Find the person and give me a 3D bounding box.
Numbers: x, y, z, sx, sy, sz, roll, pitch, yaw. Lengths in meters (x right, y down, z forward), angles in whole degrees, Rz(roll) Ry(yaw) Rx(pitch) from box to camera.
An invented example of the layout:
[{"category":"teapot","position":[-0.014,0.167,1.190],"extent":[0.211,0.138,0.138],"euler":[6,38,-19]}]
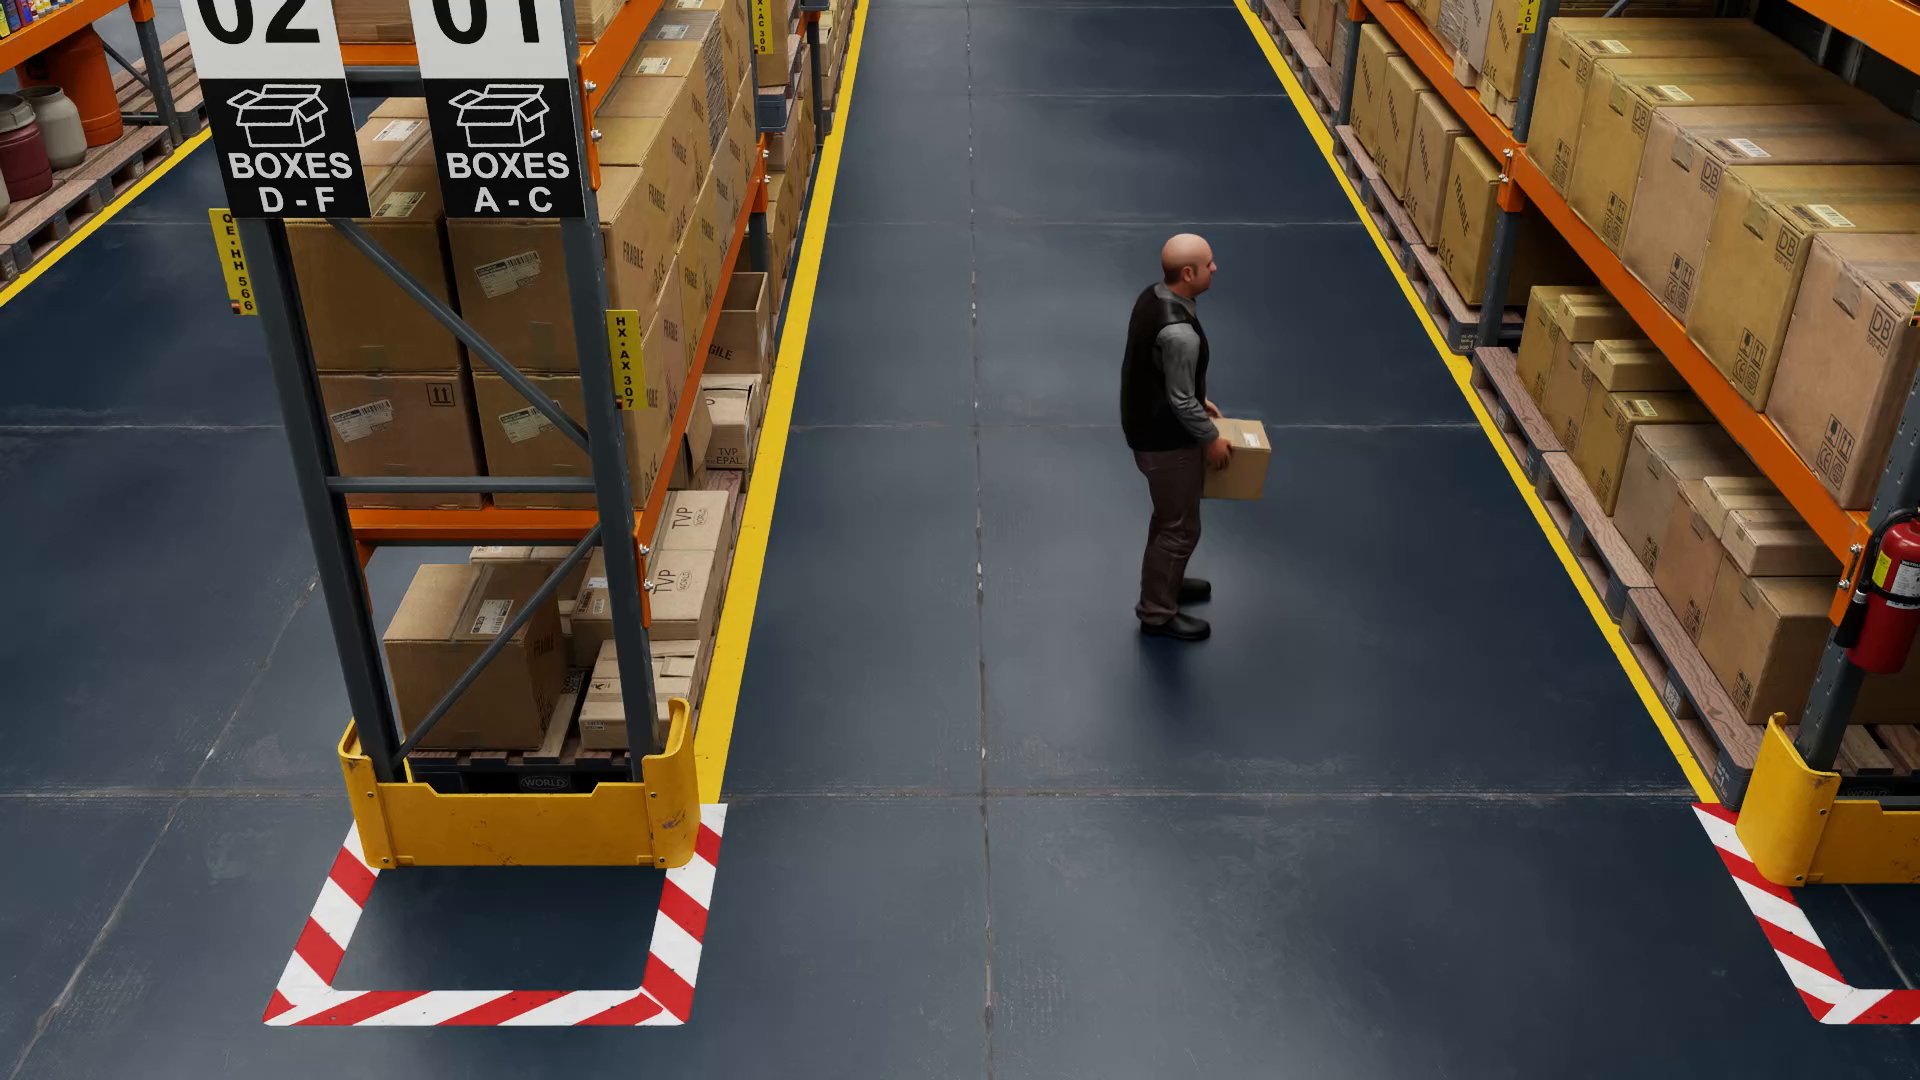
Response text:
[{"category":"person","position":[0.887,-0.437,6.869],"extent":[0.469,1.727,0.548],"euler":[-1,31,-1]}]
